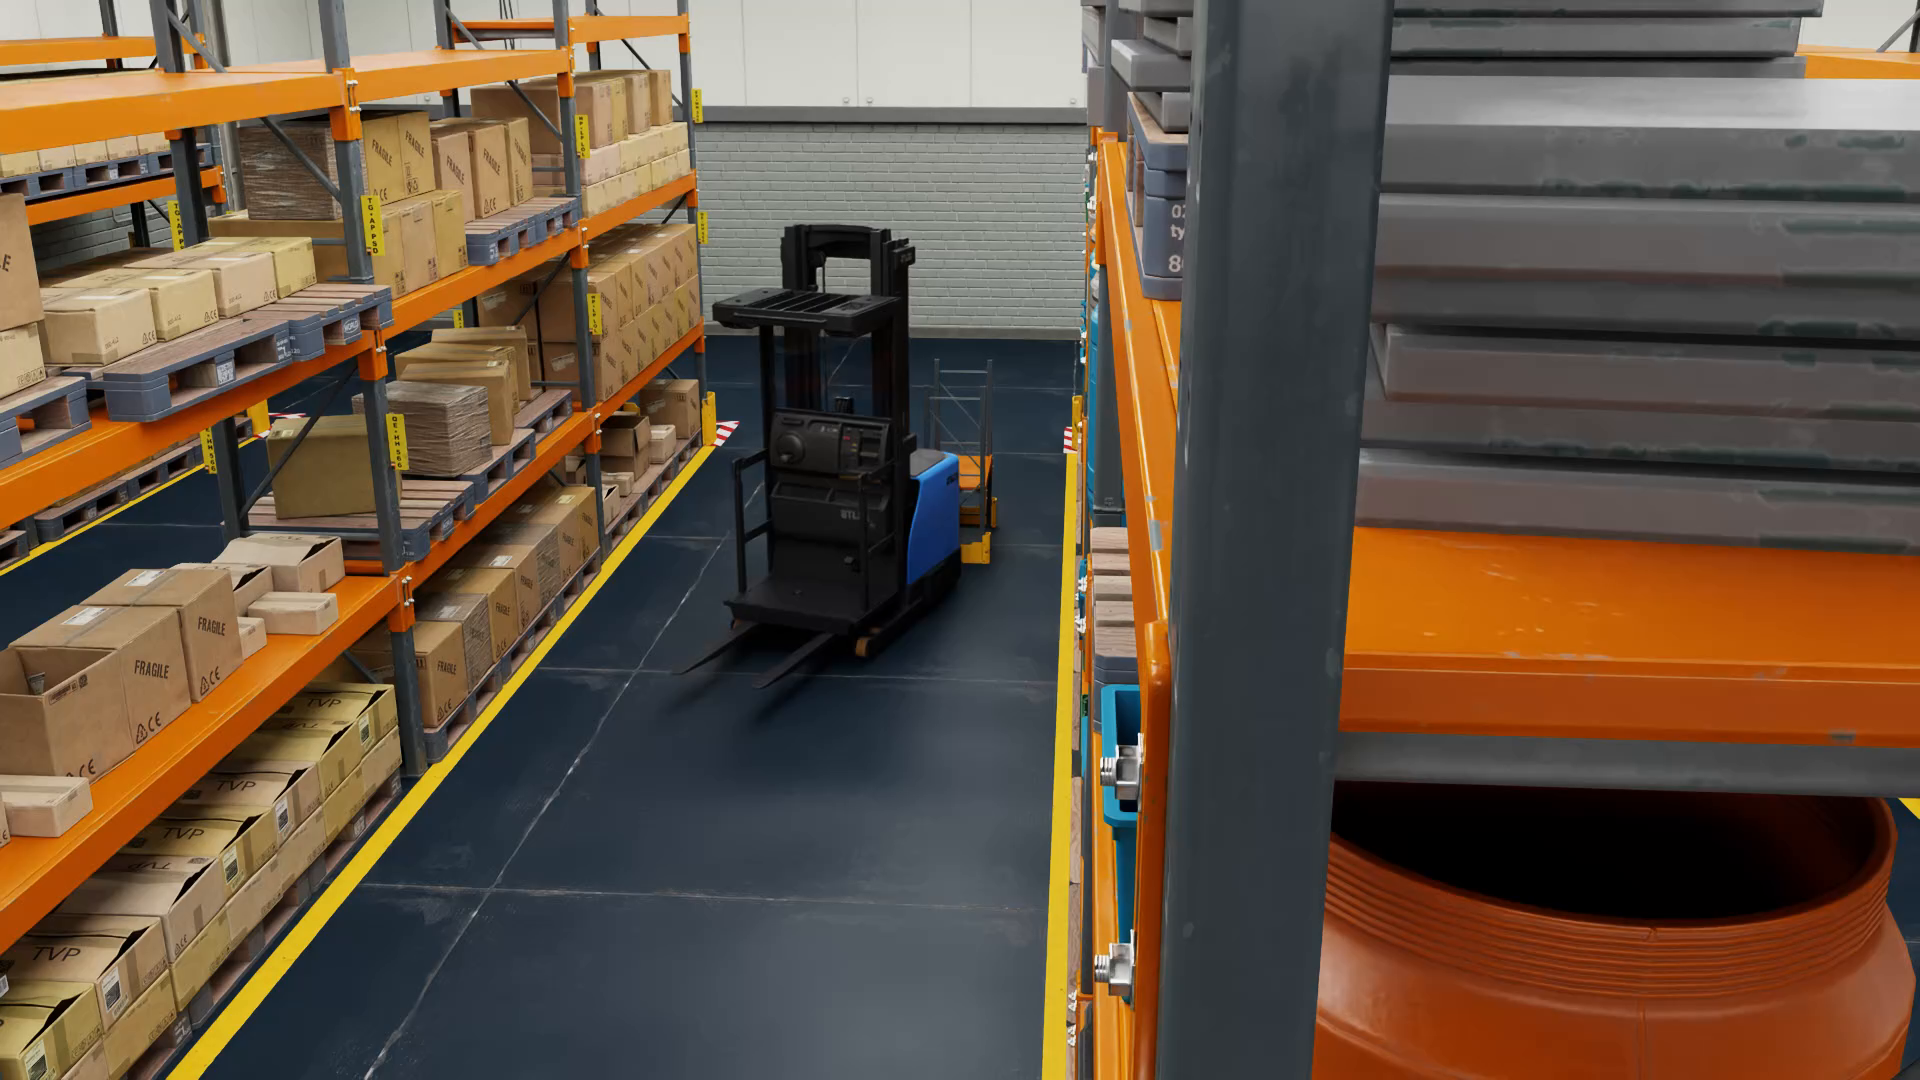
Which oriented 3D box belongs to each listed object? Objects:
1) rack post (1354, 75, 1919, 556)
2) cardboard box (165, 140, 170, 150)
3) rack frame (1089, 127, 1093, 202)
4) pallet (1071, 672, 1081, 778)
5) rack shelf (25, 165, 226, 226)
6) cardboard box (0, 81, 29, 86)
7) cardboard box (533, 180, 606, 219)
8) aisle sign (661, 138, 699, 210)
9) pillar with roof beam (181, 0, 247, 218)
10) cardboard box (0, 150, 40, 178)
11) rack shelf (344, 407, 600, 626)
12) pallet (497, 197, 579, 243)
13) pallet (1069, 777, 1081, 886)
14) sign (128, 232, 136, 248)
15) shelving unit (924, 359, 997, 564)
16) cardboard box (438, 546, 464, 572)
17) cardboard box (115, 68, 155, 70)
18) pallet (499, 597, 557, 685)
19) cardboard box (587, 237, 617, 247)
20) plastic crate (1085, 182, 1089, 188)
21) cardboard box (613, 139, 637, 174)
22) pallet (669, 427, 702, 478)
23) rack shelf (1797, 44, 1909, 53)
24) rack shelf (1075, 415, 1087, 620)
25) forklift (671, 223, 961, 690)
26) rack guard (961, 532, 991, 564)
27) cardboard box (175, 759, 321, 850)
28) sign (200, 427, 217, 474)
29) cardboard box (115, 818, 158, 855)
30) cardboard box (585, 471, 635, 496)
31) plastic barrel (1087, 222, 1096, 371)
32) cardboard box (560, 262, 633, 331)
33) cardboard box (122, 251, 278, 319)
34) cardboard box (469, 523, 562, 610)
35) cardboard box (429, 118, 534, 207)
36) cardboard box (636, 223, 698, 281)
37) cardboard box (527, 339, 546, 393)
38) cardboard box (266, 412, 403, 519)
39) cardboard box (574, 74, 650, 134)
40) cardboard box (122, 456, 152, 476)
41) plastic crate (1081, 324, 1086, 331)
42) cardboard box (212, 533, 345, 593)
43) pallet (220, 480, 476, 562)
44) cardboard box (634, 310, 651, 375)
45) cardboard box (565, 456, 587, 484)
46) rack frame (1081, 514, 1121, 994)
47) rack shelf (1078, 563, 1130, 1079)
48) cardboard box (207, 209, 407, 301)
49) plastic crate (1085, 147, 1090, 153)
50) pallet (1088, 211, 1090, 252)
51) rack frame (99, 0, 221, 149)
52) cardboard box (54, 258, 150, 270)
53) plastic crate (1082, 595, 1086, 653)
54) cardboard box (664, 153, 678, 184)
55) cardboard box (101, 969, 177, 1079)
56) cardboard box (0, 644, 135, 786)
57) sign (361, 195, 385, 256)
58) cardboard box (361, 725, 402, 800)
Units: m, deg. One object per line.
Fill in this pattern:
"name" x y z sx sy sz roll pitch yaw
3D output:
"rack post" 0.801 -0.265 1.582 0.937 0.300 0.954 3 18 10
"cardboard box" -7.903 -3.978 16.334 0.500 0.250 0.500 2 18 6
"rack frame" 1.480 -3.997 12.171 1.000 3.000 0.127 1 18 4
"pallet" 1.208 1.175 10.498 1.003 0.211 1.213 1 18 4
"rack shelf" -8.258 -3.072 15.321 1.077 0.370 4.000 1 18 4
"cardboard box" -8.071 -3.541 13.795 0.500 0.500 0.500 1 18 3
"cardboard box" -3.179 -2.758 13.446 0.500 0.250 0.500 1 18 4
"aisle sign" -2.863 -3.750 16.876 0.394 0.787 0.004 1 18 4
"pillar with roof beam" -4.490 -6.223 18.962 9.100 9.000 0.400 1 18 4
"cardboard box" -8.089 -3.178 13.892 0.500 0.250 0.500 1 18 4
"rack shelf" -3.604 -0.295 11.662 1.077 0.370 4.000 1 18 4
"pallet" -3.577 -2.393 12.395 1.213 0.211 1.003 1 18 4
"pallet" 1.099 1.661 9.016 1.003 0.211 1.213 1 18 4
"sign" -8.668 -3.073 17.468 0.100 0.325 0.005 1 18 4
"shelving unit" -0.005 -0.689 14.117 0.587 1.500 1.083 1 18 4
"cardboard box" -3.845 0.343 11.866 0.500 0.500 0.500 1 18 2
"cardboard box" -7.895 -4.334 16.218 0.500 0.500 0.500 1 18 4
"pallet" -3.566 0.700 11.947 1.003 0.211 1.213 1 18 4
"cardboard box" -3.539 -2.574 15.694 0.500 0.500 0.500 2 18 5
"plastic crate" 1.227 -2.782 13.549 0.416 0.233 0.300 1 18 4
"cardboard box" -3.096 -3.306 14.316 0.500 0.250 0.500 1 18 4
"pallet" -3.235 -0.904 16.844 1.003 0.211 1.213 1 18 4
"rack shelf" 6.563 -3.976 13.903 1.077 0.370 4.000 1 18 4
"rack shelf" 1.336 -0.184 11.321 1.077 0.370 4.000 1 18 4
"forklift" -1.026 -0.692 11.827 1.130 2.935 3.031 7 20 21
"rack guard" -0.041 0.060 13.840 0.587 0.250 0.087 1 18 4
"cardboard box" -3.609 1.311 8.446 0.500 0.311 0.500 1 18 4
"sign" -4.289 -0.538 9.515 0.100 0.325 0.005 1 18 4
"cardboard box" -4.182 1.462 7.985 0.500 0.311 0.500 1 18 3
"cardboard box" -3.163 -0.515 15.022 0.380 0.166 0.250 1 18 4
"plastic barrel" 0.871 -1.080 7.396 0.600 0.830 0.708 1 18 4
"cardboard box" -3.110 -2.081 14.191 0.500 0.500 0.500 1 18 2
"cardboard box" -3.743 -1.264 8.214 0.500 0.250 0.500 2 18 5
"cardboard box" -3.290 0.189 12.336 0.500 0.500 0.500 2 18 5
"cardboard box" -3.570 -2.824 12.410 0.600 0.600 0.600 0 18 -1
"cardboard box" -2.931 -2.879 16.626 0.500 0.500 0.500 1 18 3
"cardboard box" -3.681 -1.467 13.922 0.500 0.500 0.500 2 18 5
"cardboard box" -3.815 -0.461 10.178 0.700 0.500 0.500 -5 19 -15
"cardboard box" -3.244 -3.978 15.162 0.700 0.500 0.500 1 18 4
"cardboard box" -8.167 -0.925 15.768 0.700 0.500 0.500 2 18 5
"plastic crate" 1.326 -1.860 15.454 0.416 0.233 0.300 1 18 4
"cardboard box" -3.817 0.138 9.327 0.500 0.311 0.500 2 18 7
"pallet" -3.769 -0.137 10.332 1.213 0.211 1.003 1 18 4
"cardboard box" -3.081 -1.772 14.855 0.500 0.500 0.500 1 18 4
"cardboard box" -3.649 -0.606 15.066 0.500 0.311 0.500 1 18 4
"rack frame" 0.906 1.338 5.522 1.000 3.000 0.127 1 18 4
"rack shelf" 0.763 0.876 3.272 1.077 0.370 4.000 1 18 4
"cardboard box" -3.750 -1.625 9.588 0.910 0.500 0.500 1 18 4
"plastic crate" 1.461 -3.639 16.104 0.497 0.269 0.590 1 18 4
"pallet" 1.521 -2.237 11.918 1.213 0.211 1.003 1 18 4
"rack frame" -8.115 -5.461 16.637 1.000 3.000 0.127 1 18 4
"cardboard box" -8.183 -2.368 16.350 0.980 0.700 0.700 1 18 3
"plastic crate" 0.772 0.560 7.793 0.402 0.464 0.583 1 18 4
"cardboard box" -2.994 -3.534 15.816 0.500 0.250 0.500 1 18 4
"cardboard box" -3.720 2.055 7.076 0.500 0.250 0.500 2 18 5
"cardboard box" -3.925 0.777 7.074 0.500 0.500 0.500 3 18 8
"sign" -3.194 -1.710 9.049 0.100 0.325 0.005 1 18 4
"cardboard box" -3.542 1.260 9.502 0.500 0.250 0.500 2 18 5
